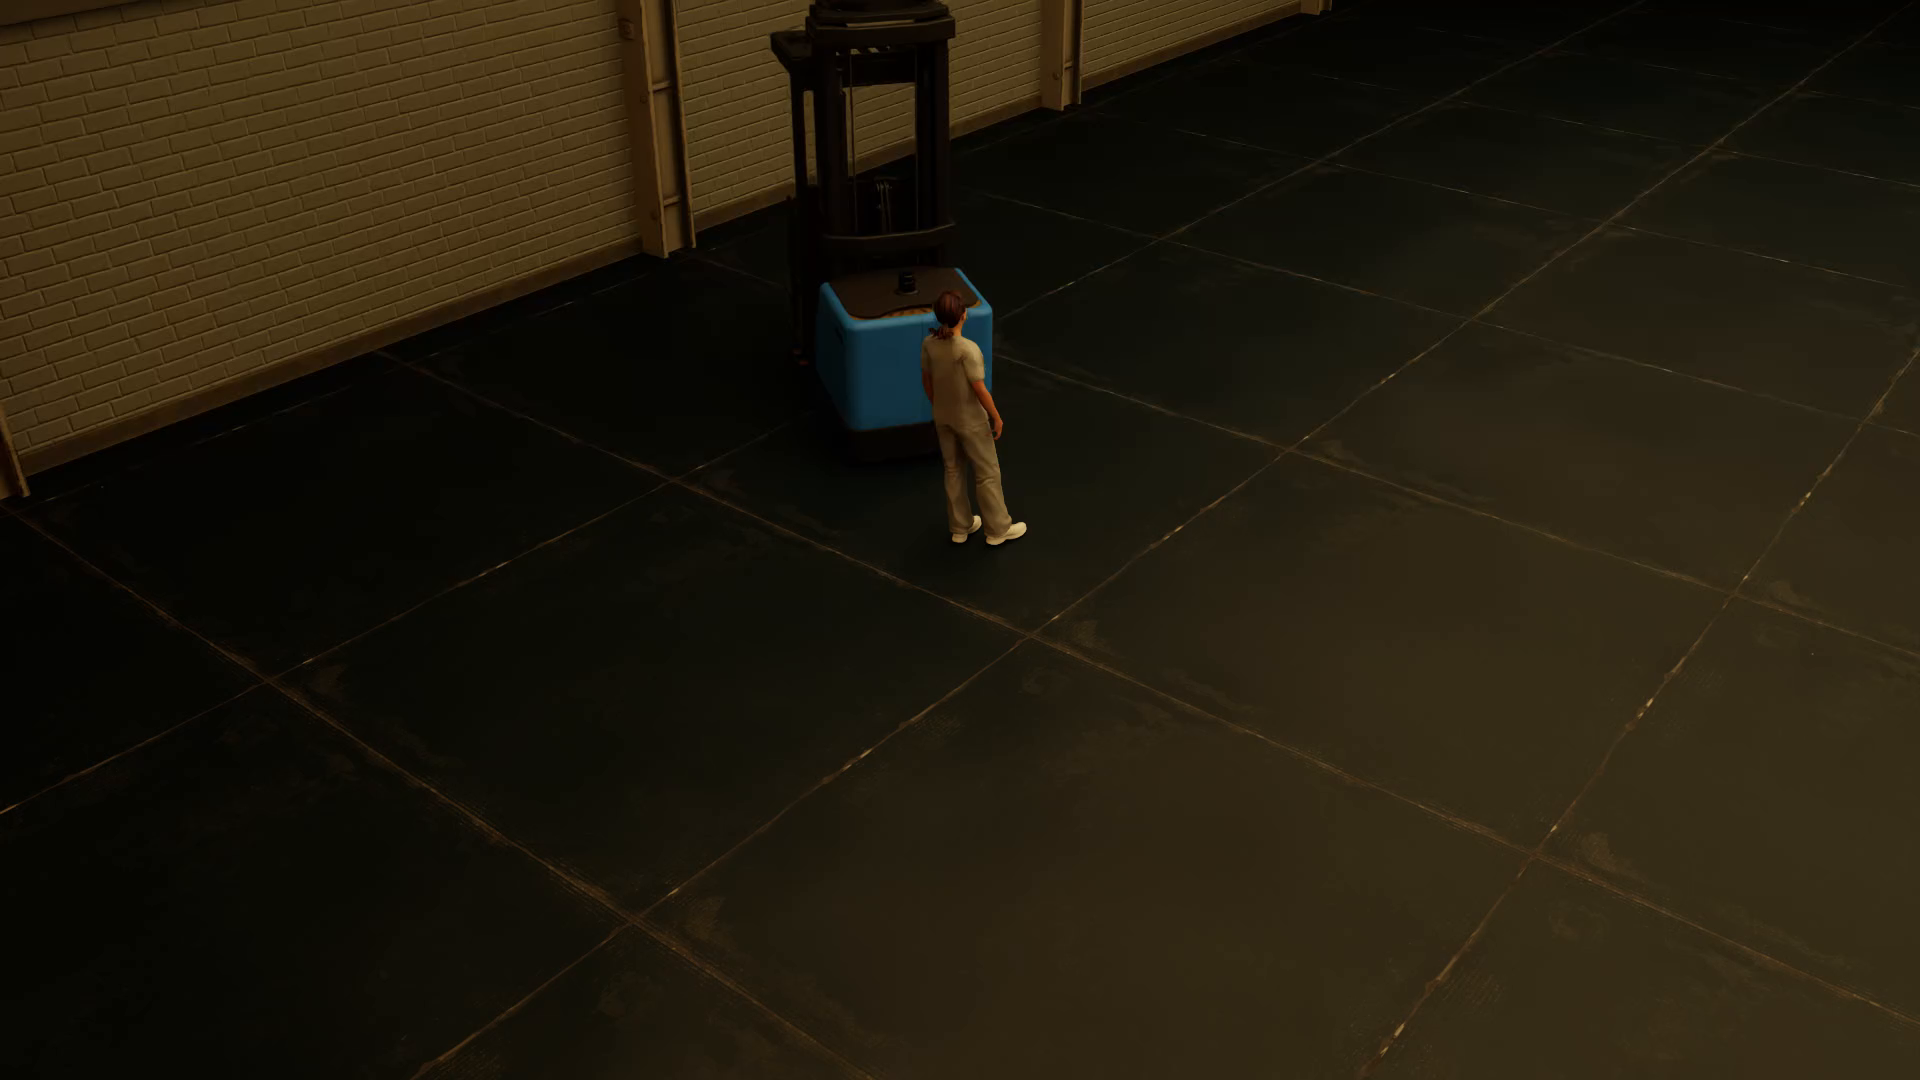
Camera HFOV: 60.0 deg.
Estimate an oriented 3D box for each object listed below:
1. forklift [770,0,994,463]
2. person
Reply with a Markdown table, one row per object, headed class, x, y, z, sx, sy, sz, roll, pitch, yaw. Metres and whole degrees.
| class | x | y | z | sx | sy | sz | roll | pitch | yaw |
| --- | --- | --- | --- | --- | --- | --- | --- | --- | --- |
| forklift | -0.683 | -2.519 | 11.906 | 1.130 | 2.935 | 3.031 | -9 | 31 | -15 |
| person | 0.057 | -0.755 | 10.116 | 0.550 | 1.673 | 0.548 | 22 | 37 | 33 |
